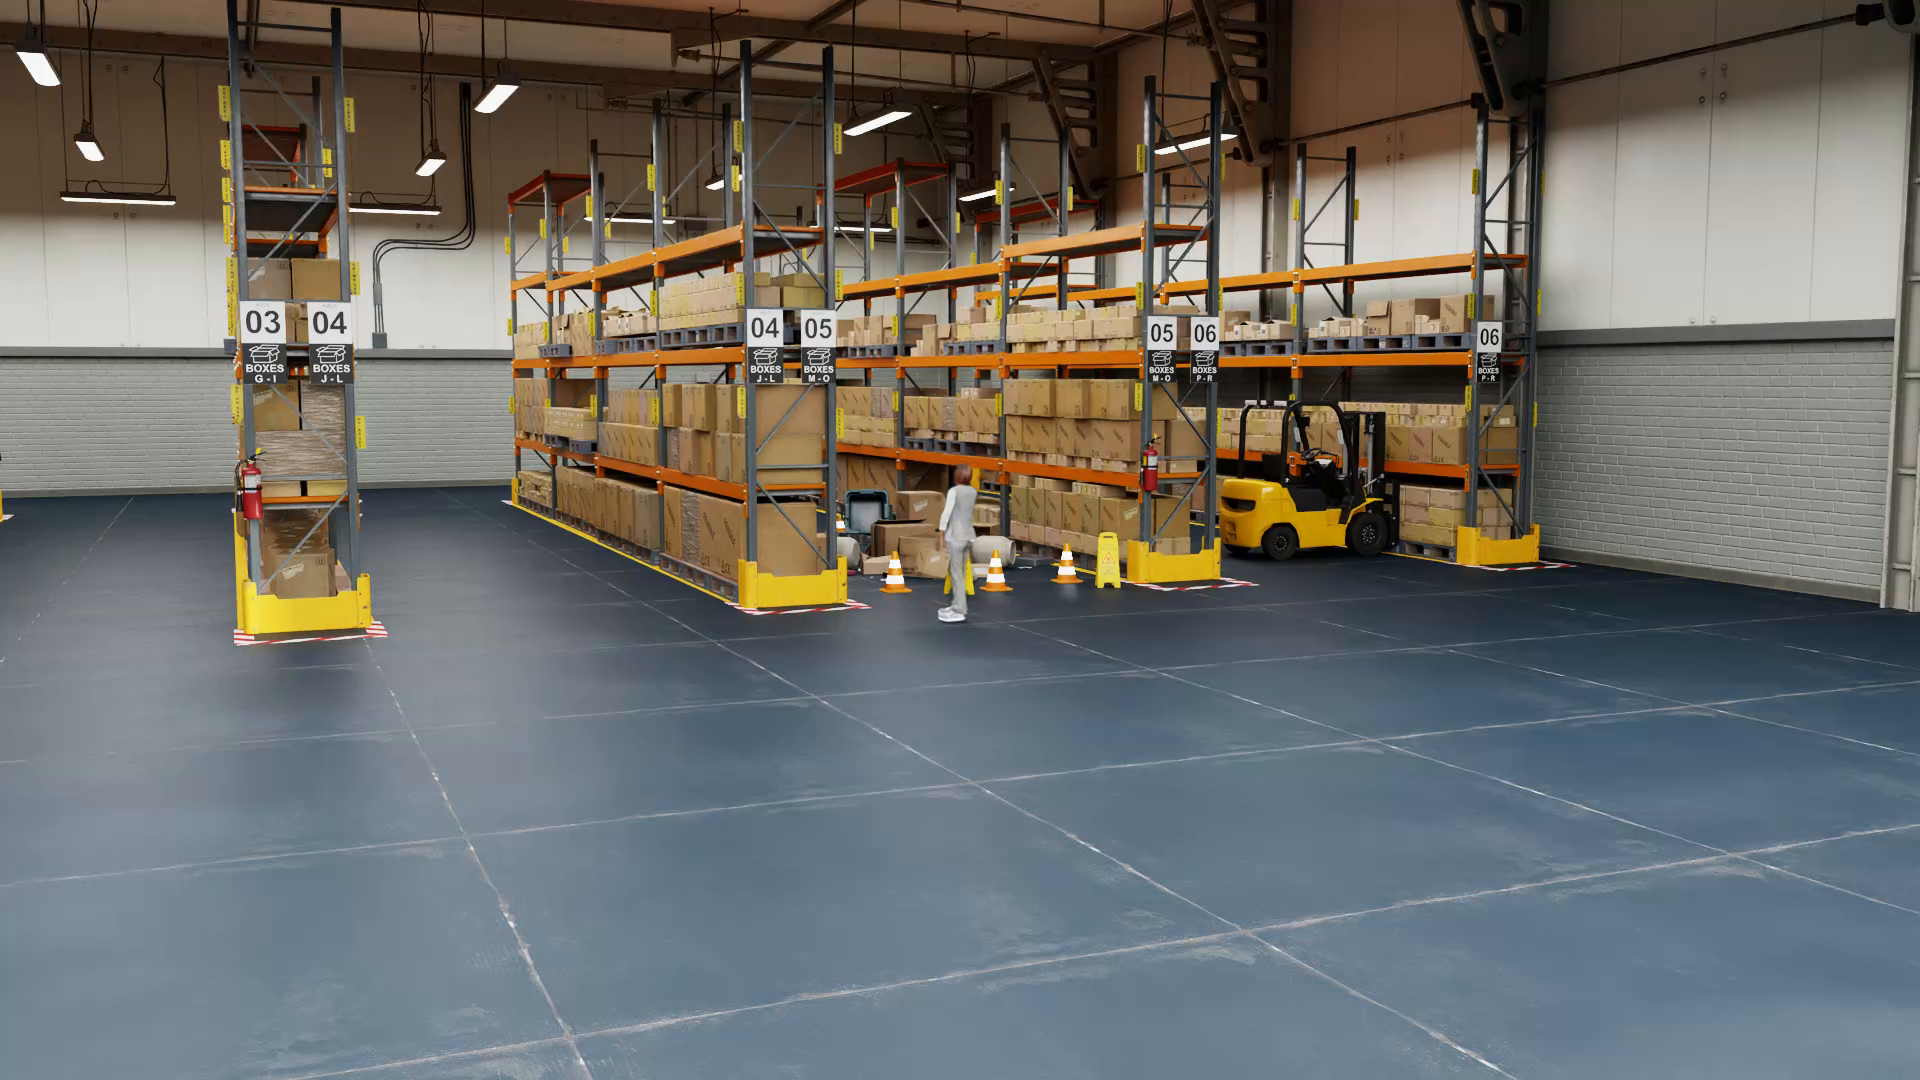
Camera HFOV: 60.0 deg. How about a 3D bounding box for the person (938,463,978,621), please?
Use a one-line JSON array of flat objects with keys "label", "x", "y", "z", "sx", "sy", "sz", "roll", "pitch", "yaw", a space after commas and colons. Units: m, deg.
[{"label": "person", "x": -0.083, "y": 0.015, "z": 16.911, "sx": 0.473, "sy": 1.601, "sz": 0.434, "roll": 4, "pitch": 7, "yaw": 37}]
